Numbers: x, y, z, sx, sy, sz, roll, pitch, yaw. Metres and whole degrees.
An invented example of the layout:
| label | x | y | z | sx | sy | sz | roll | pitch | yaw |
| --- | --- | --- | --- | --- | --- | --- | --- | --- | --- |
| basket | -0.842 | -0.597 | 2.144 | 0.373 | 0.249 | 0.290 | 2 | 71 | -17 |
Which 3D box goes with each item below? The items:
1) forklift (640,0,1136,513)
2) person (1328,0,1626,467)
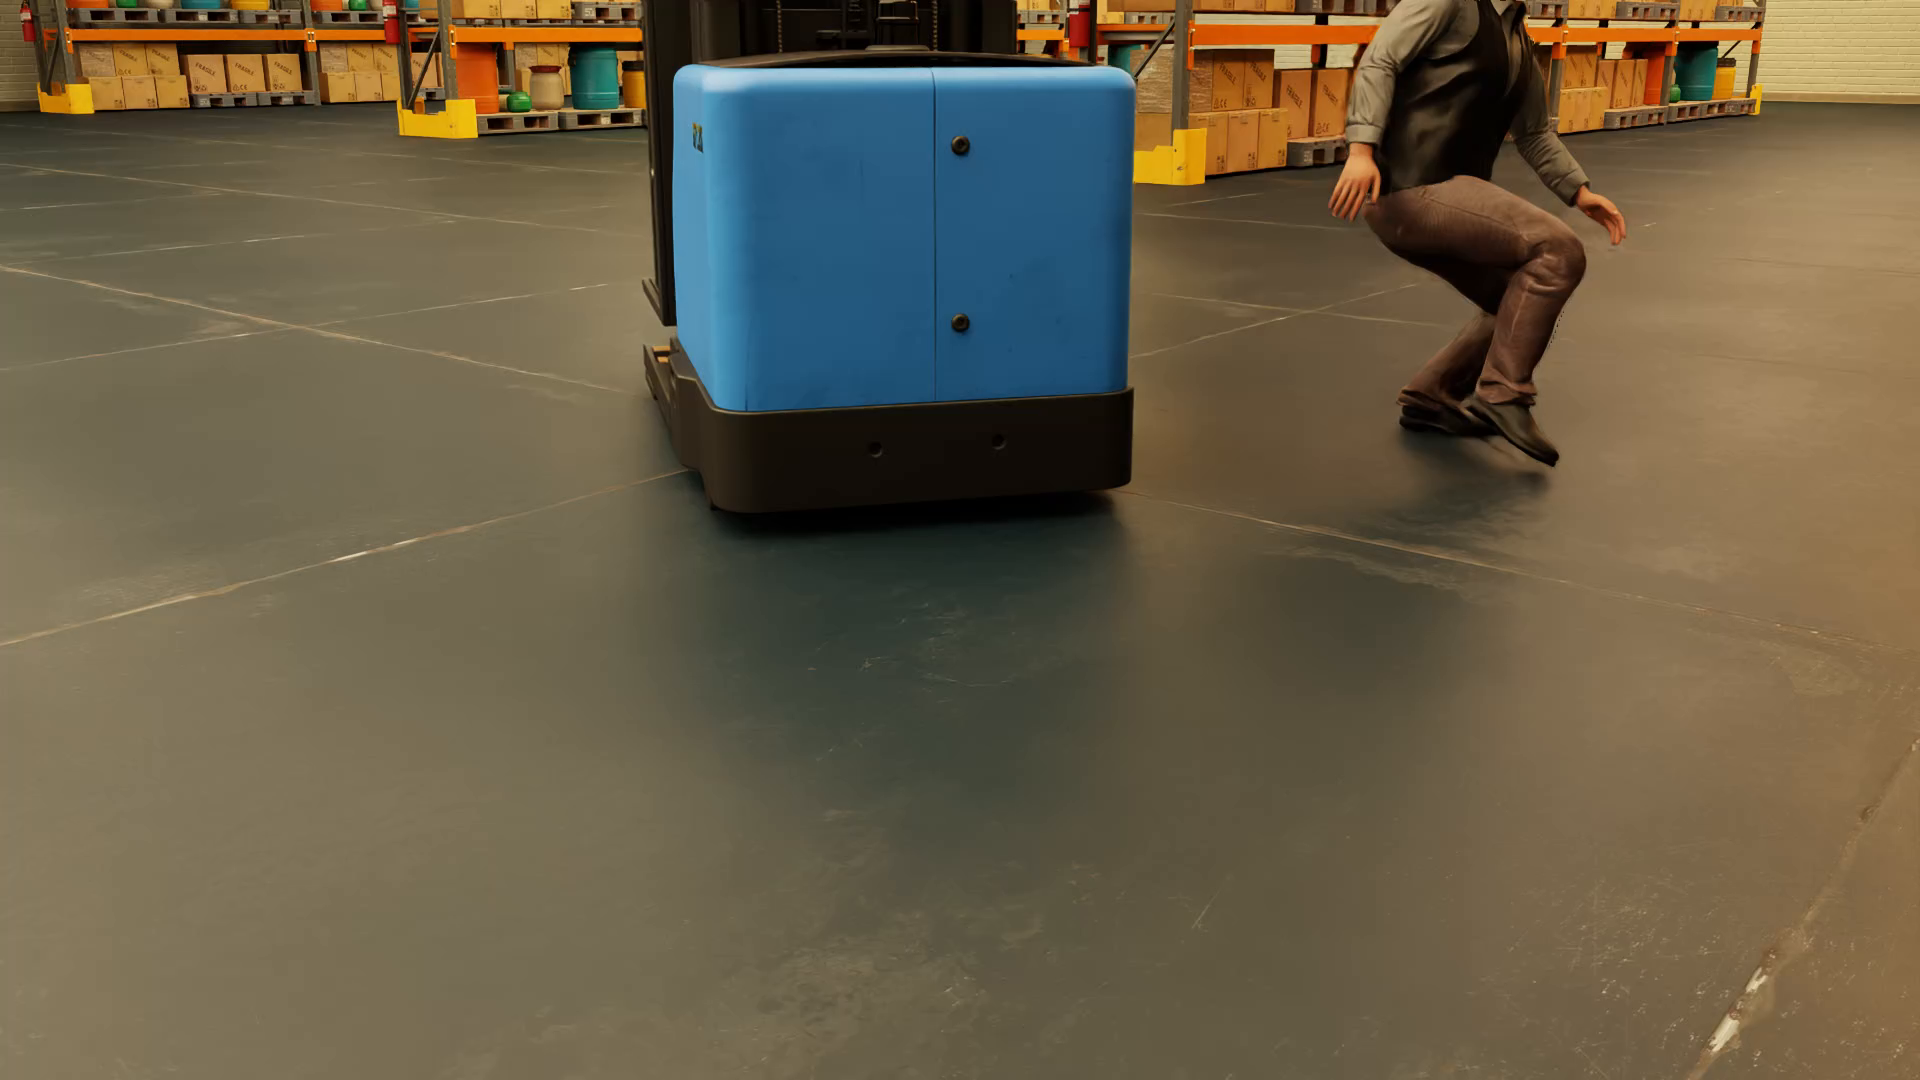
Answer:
| label | x | y | z | sx | sy | sz | roll | pitch | yaw |
| --- | --- | --- | --- | --- | --- | --- | --- | --- | --- |
| forklift | -0.432 | -1.853 | 4.999 | 1.130 | 2.935 | 3.031 | -4 | 17 | -14 |
| person | 1.455 | -0.962 | 4.596 | 0.704 | 1.507 | 0.759 | 10 | 19 | 29 |
